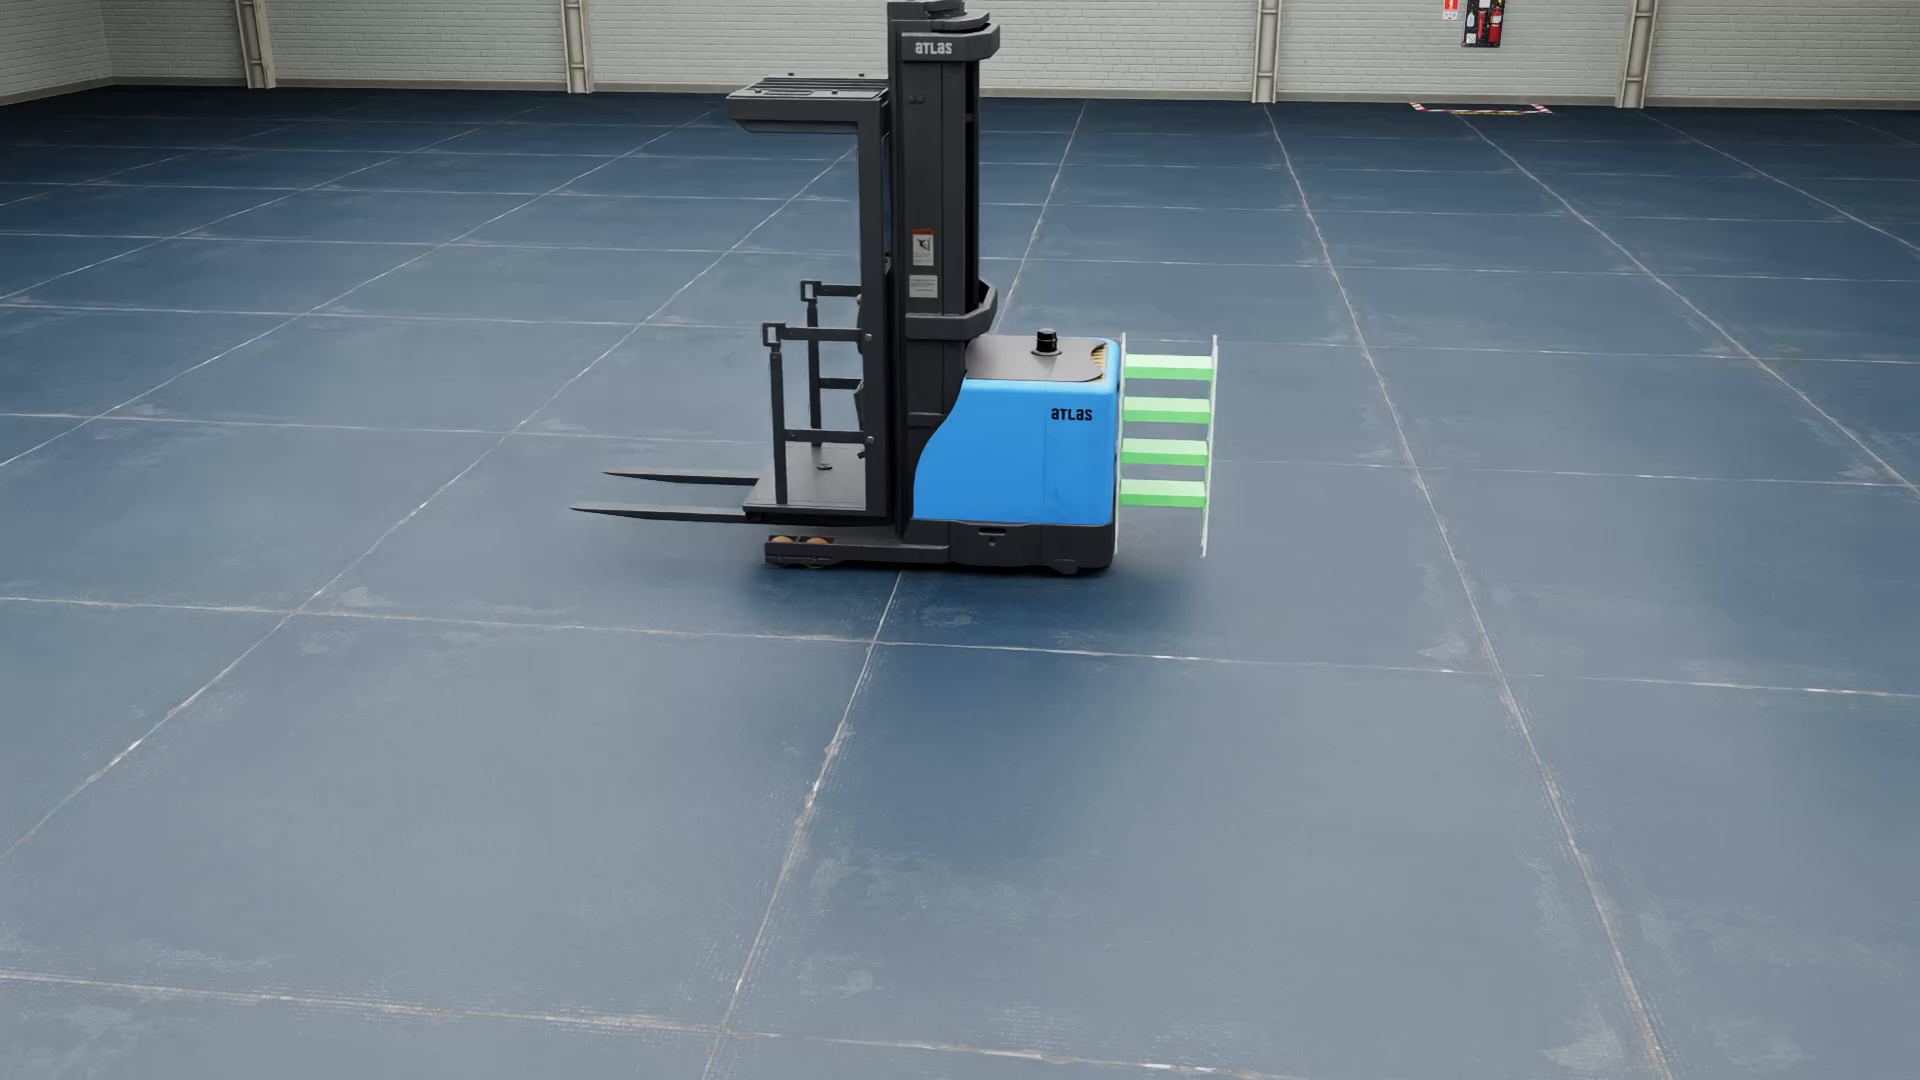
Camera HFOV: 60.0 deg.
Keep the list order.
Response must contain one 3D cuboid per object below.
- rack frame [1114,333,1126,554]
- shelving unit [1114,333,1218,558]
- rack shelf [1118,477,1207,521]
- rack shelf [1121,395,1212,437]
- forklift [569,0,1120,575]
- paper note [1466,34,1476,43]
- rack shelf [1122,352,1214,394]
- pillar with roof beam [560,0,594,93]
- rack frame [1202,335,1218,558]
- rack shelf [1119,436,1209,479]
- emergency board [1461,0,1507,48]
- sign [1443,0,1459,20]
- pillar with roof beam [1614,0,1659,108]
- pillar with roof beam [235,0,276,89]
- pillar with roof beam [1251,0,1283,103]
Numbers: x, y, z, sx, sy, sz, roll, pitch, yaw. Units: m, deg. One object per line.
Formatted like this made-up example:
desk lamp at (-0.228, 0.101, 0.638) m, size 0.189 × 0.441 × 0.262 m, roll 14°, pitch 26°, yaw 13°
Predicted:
rack frame at (0.877, -0.522, 9.128) m, size 0.015 × 1.200 × 0.240 m, roll 2°, pitch 22°, yaw 6°
shelving unit at (1.120, -0.512, 9.103) m, size 0.503 × 1.200 × 0.258 m, roll 2°, pitch 22°, yaw 6°
rack shelf at (1.120, -0.229, 9.214) m, size 0.480 × 0.148 × 0.258 m, roll 2°, pitch 22°, yaw 6°
rack shelf at (1.120, -0.676, 9.038) m, size 0.480 × 0.148 × 0.258 m, roll 2°, pitch 22°, yaw 6°
forklift at (-0.642, -1.395, 8.981) m, size 3.031 × 2.935 × 1.130 m, roll 2°, pitch 22°, yaw 6°
paper note at (8.508, -8.348, 27.673) m, size 0.142 × 0.148 × 0.016 m, roll 2°, pitch 22°, yaw 6°
rack shelf at (1.120, -0.899, 8.950) m, size 0.480 × 0.148 × 0.258 m, roll 2°, pitch 22°, yaw 6°
pillar with roof beam at (-7.257, -10.601, 24.013) m, size 0.400 × 9.000 × 9.100 m, roll 2°, pitch 22°, yaw 6°
rack frame at (1.362, -0.502, 9.078) m, size 0.015 × 1.200 × 0.240 m, roll 2°, pitch 22°, yaw 6°
rack shelf at (1.120, -0.452, 9.126) m, size 0.480 × 0.148 × 0.258 m, roll 2°, pitch 22°, yaw 6°
emergency board at (8.675, -8.724, 27.428) m, size 0.643 × 1.169 × 0.194 m, roll 2°, pitch 22°, yaw 6°
sign at (8.138, -8.803, 27.577) m, size 0.234 × 0.329 × 0.001 m, roll 2°, pitch 22°, yaw 6°
pillar with roof beam at (10.618, -9.822, 22.044) m, size 0.400 × 9.000 × 9.100 m, roll 2°, pitch 22°, yaw 6°
pillar with roof beam at (-13.215, -10.860, 24.670) m, size 0.400 × 9.000 × 9.100 m, roll 2°, pitch 22°, yaw 6°
pillar with roof beam at (4.660, -10.081, 22.700) m, size 0.400 × 9.000 × 9.100 m, roll 2°, pitch 22°, yaw 6°
